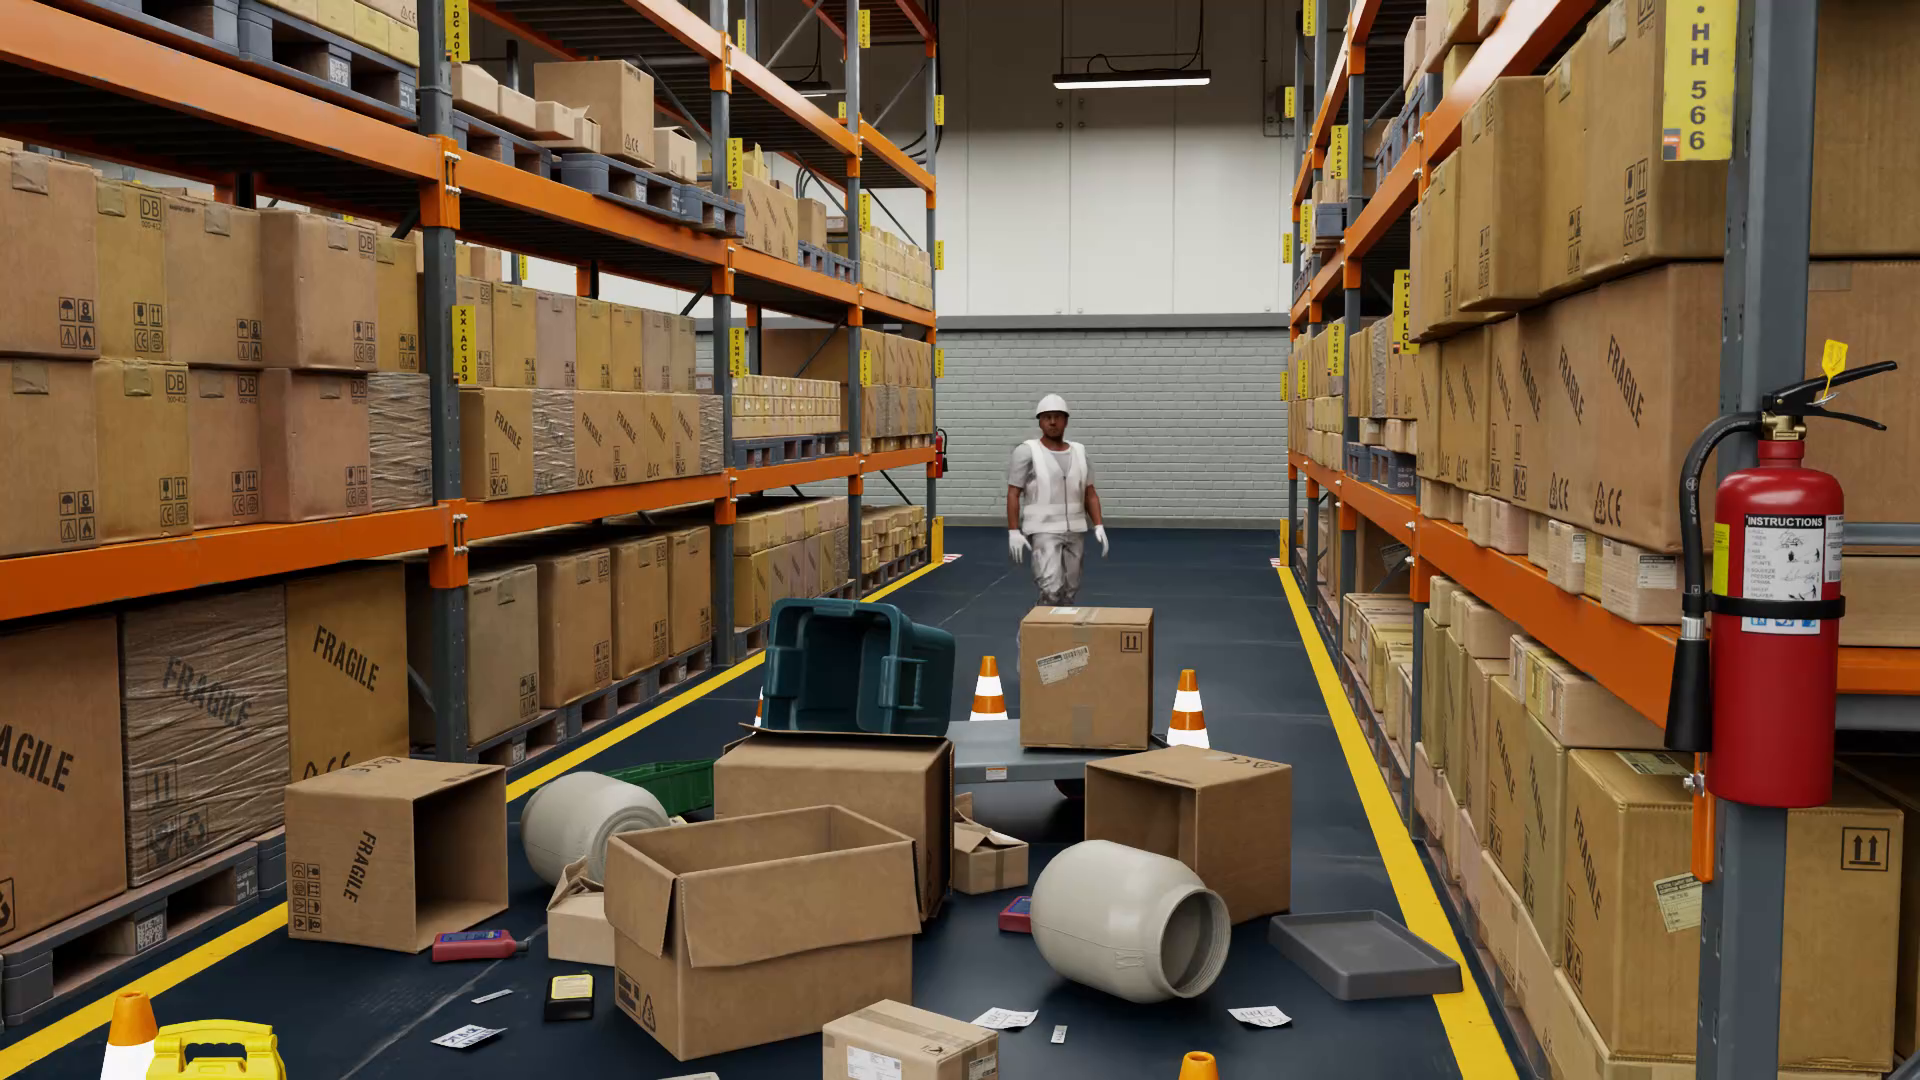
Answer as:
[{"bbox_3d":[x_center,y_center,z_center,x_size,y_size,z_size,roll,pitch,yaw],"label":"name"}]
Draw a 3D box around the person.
[{"bbox_3d":[0.619,0.002,10.386,0.570,1.820,0.474,-3,5,-30],"label":"person"}]
